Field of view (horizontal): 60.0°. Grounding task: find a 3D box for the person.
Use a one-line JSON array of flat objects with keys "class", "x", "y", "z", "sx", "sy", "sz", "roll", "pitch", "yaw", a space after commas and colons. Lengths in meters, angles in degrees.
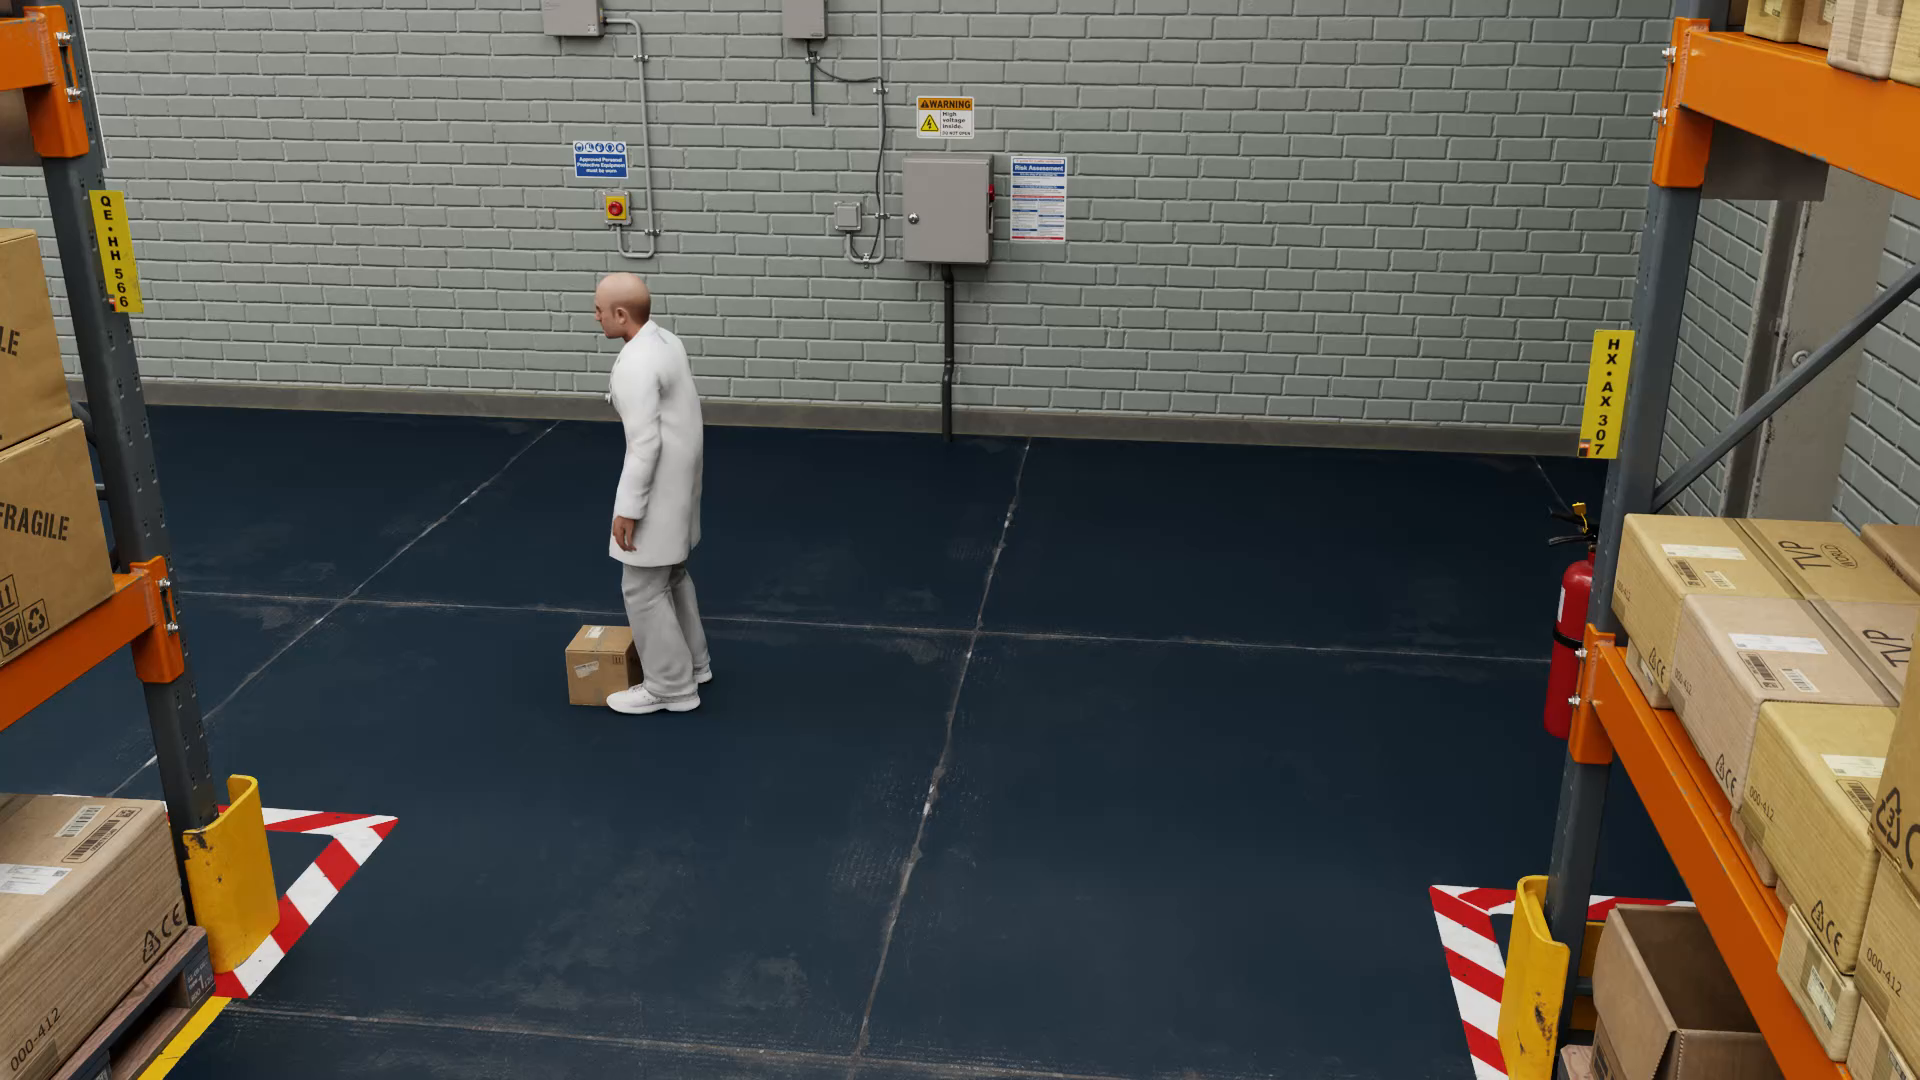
[{"class": "person", "x": -1.217, "y": -0.181, "z": 6.576, "sx": 0.416, "sy": 1.774, "sz": 0.656, "roll": 2, "pitch": 21, "yaw": 5}]
